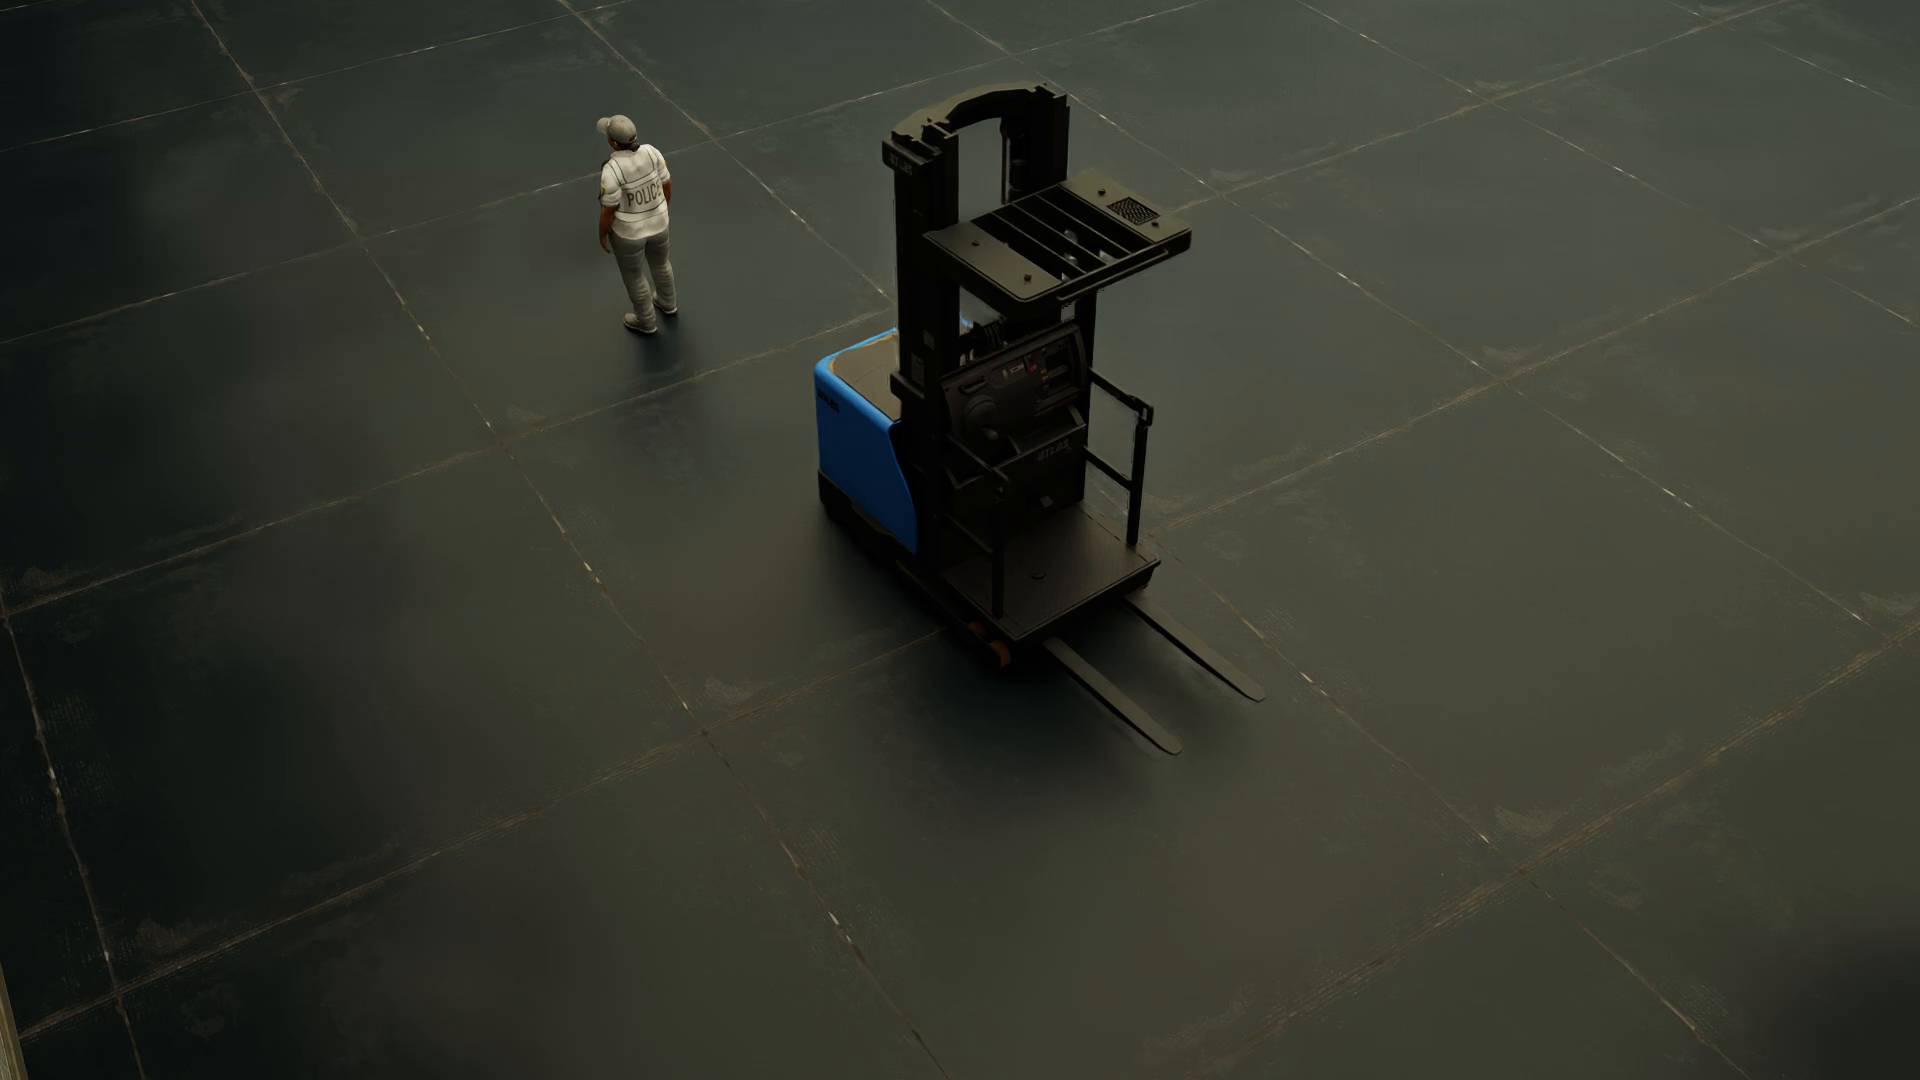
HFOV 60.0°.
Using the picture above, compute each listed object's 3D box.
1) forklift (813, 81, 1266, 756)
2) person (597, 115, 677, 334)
[{"bbox_3d":[0.430,-0.756,8.736,1.130,2.935,3.031,-27,48,-28],"label":"forklift"},{"bbox_3d":[-2.223,-2.168,11.302,0.598,1.670,0.530,-31,50,-30],"label":"person"}]
